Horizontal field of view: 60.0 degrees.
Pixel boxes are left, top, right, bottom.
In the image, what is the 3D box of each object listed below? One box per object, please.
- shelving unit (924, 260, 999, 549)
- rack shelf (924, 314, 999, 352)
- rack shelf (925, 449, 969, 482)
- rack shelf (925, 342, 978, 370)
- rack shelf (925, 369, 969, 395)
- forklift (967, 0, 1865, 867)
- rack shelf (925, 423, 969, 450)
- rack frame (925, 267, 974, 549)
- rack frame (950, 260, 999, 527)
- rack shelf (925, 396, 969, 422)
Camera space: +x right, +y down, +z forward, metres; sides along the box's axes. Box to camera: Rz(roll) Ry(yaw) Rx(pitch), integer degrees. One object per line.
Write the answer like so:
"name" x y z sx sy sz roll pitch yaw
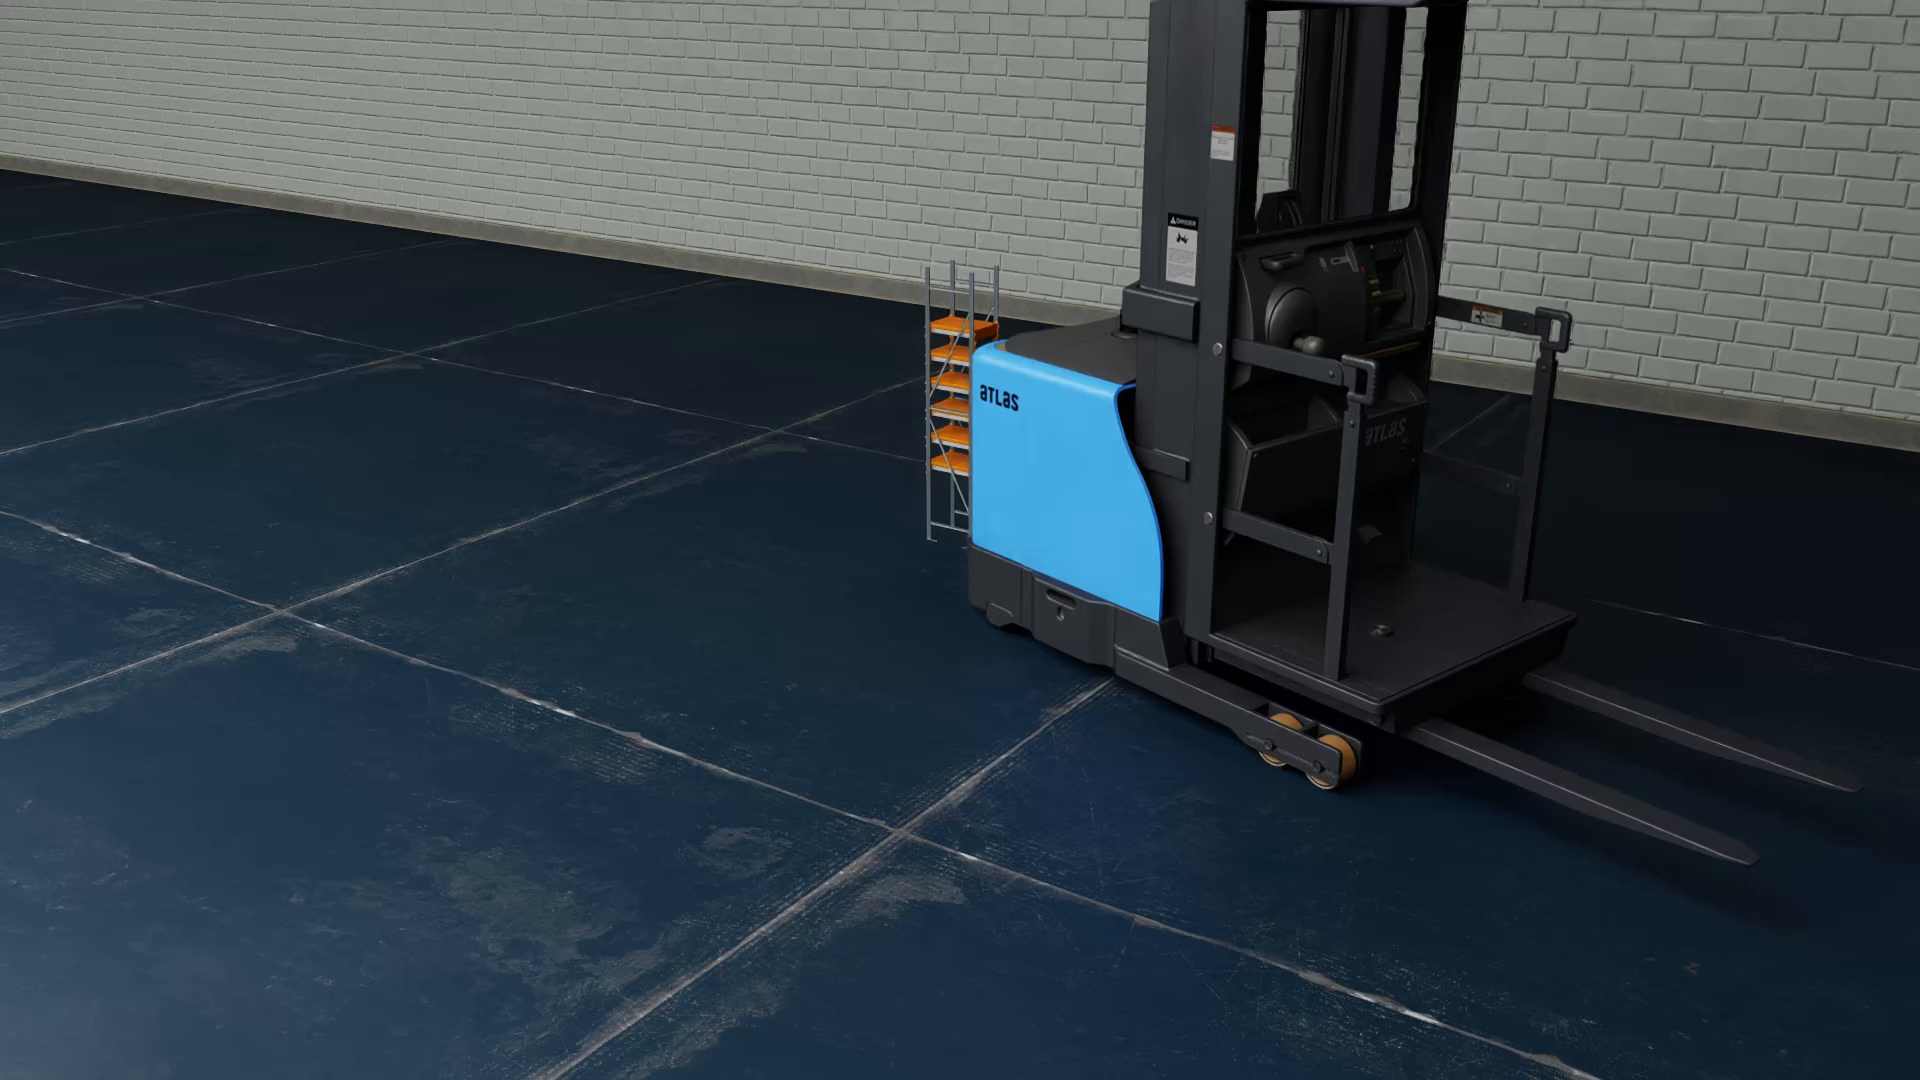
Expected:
"shelving unit" 0.008 -0.567 7.068 0.258 1.200 0.189 13 24 32
"rack shelf" 0.008 -0.863 6.959 0.258 0.103 0.180 13 24 32
"rack shelf" 0.008 -0.300 7.167 0.258 0.103 0.180 13 24 32
"rack shelf" 0.008 -0.750 7.000 0.258 0.103 0.180 13 24 32
"rack shelf" 0.008 -0.638 7.042 0.258 0.103 0.180 13 24 32
"forklift" 1.354 -0.797 5.194 1.130 2.935 3.031 -16 26 -37
"rack shelf" 0.008 -0.413 7.125 0.258 0.103 0.180 13 24 32
"rack frame" -0.043 -0.541 6.997 0.240 1.200 0.006 13 24 32
"rack frame" 0.060 -0.593 7.139 0.240 1.200 0.006 13 24 32
"rack shelf" 0.008 -0.525 7.083 0.258 0.103 0.180 13 24 32
